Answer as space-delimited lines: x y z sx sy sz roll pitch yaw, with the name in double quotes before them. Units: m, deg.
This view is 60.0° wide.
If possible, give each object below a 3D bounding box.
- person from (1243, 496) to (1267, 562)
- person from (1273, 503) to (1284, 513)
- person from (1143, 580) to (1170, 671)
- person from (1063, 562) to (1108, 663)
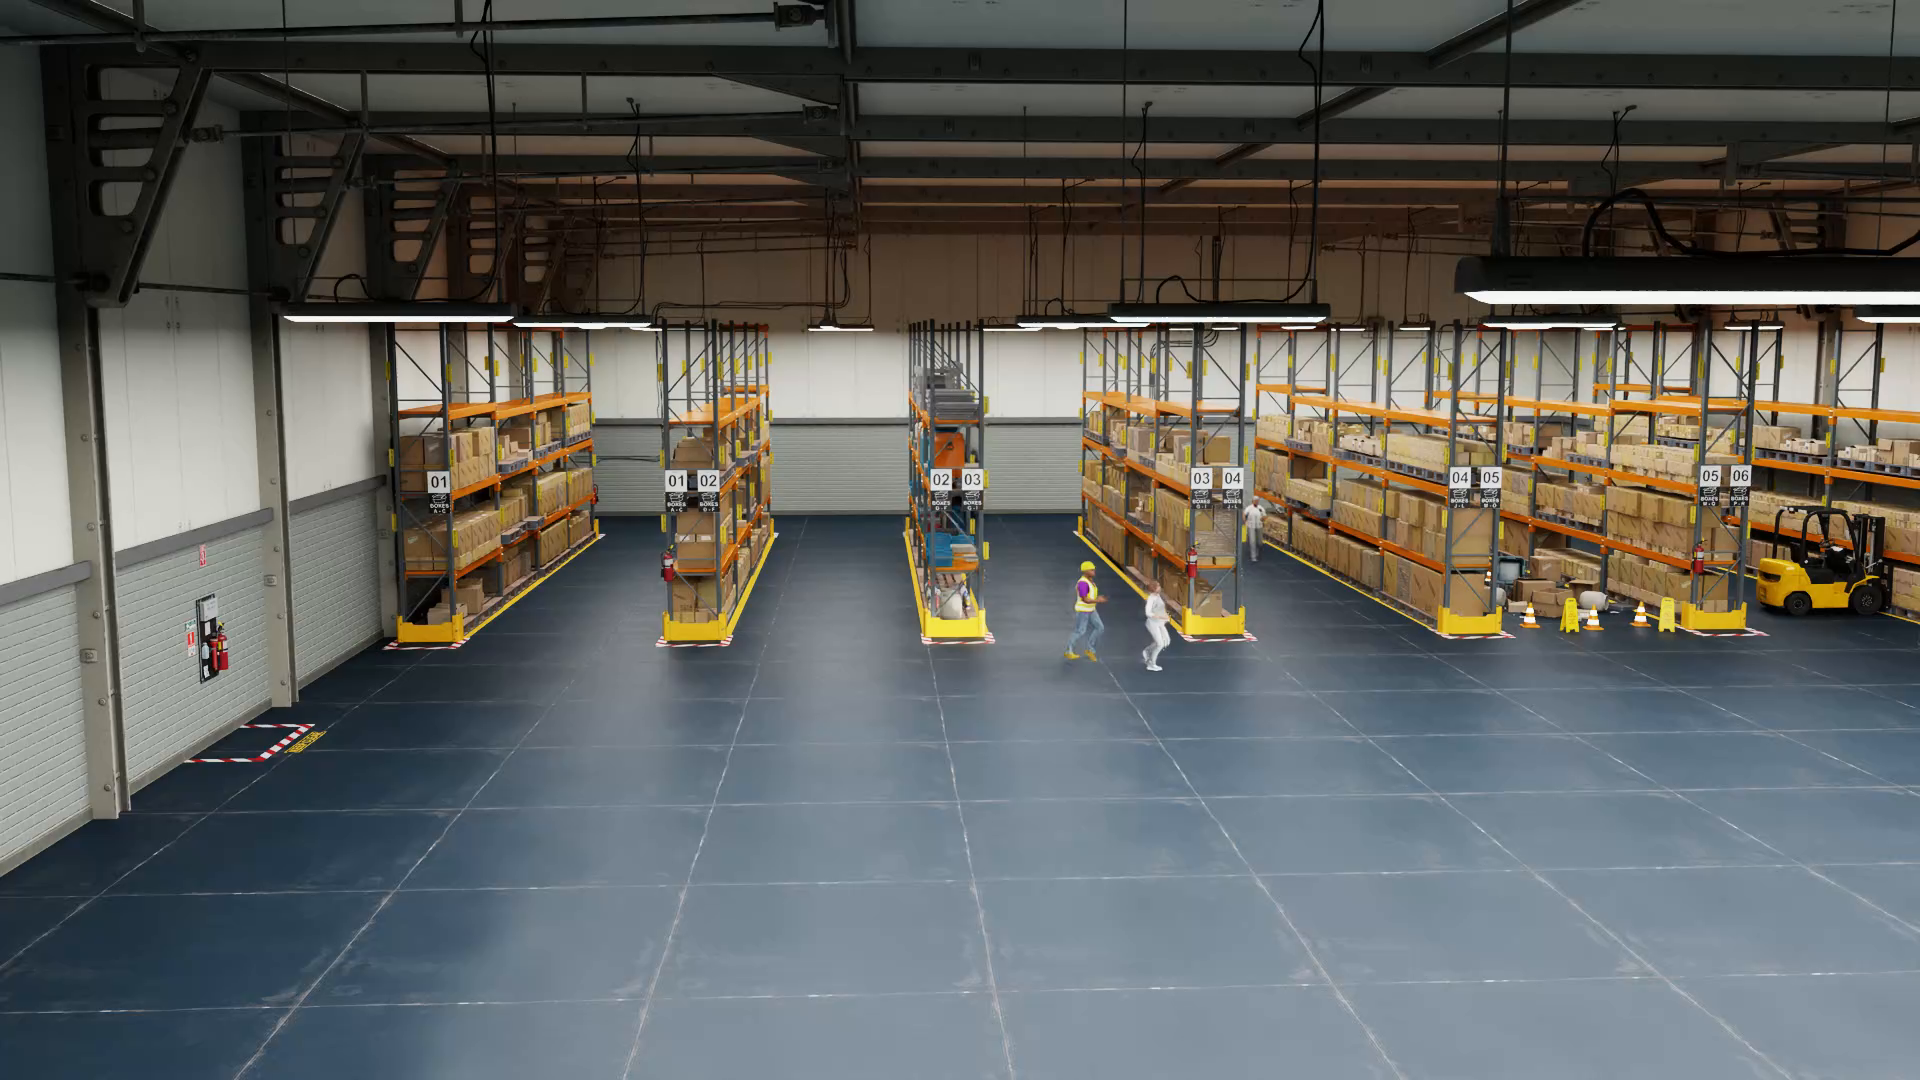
"person" 7.479 -0.295 42.180 0.619 1.625 0.843 0 7 0
"person" 9.539 -1.221 49.038 0.811 1.764 0.697 -1 7 -10
"person" 3.351 1.501 28.359 0.551 1.462 0.529 4 8 28
"person" 2.217 1.272 29.056 0.823 1.808 0.668 3 8 25
